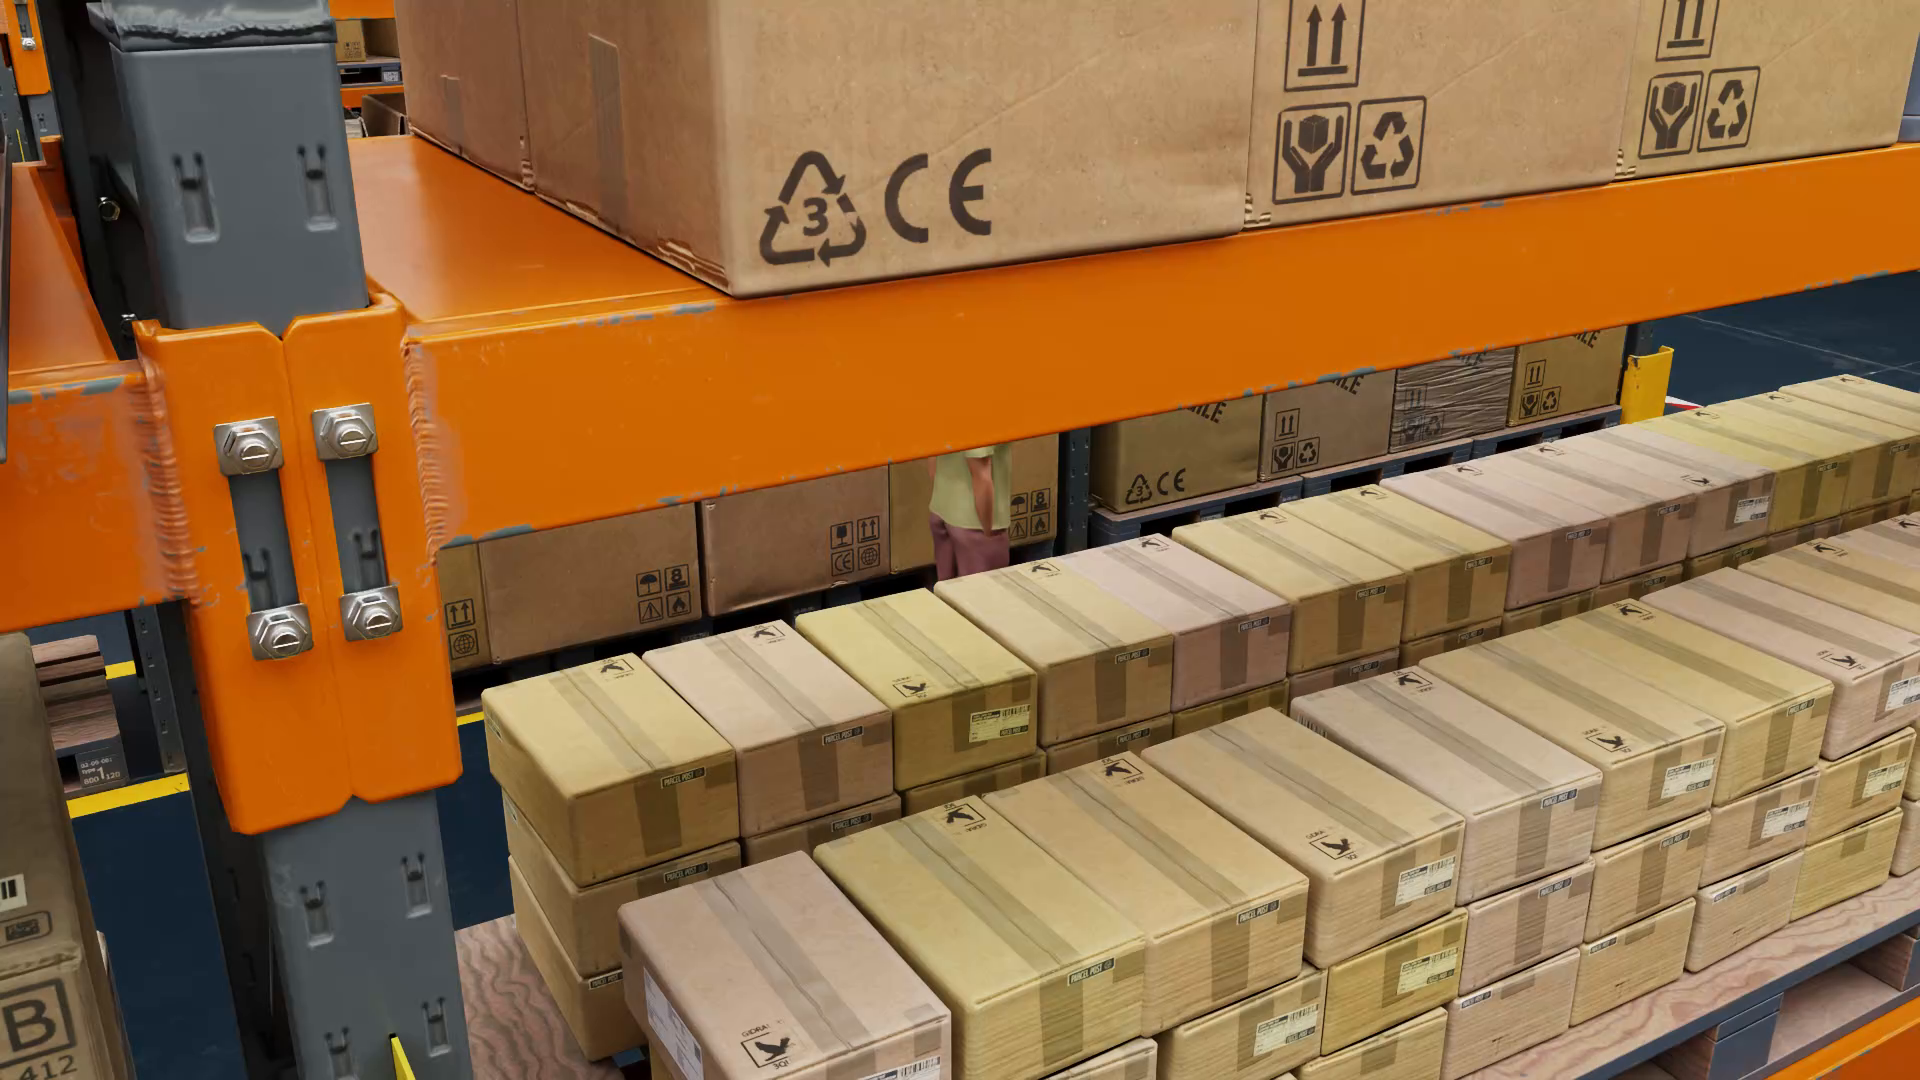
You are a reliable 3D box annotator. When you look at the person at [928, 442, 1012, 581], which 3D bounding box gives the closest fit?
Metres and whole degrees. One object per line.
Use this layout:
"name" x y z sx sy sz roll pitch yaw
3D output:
"person" 0.017 -0.060 6.252 0.358 1.673 0.441 -12 25 -27
